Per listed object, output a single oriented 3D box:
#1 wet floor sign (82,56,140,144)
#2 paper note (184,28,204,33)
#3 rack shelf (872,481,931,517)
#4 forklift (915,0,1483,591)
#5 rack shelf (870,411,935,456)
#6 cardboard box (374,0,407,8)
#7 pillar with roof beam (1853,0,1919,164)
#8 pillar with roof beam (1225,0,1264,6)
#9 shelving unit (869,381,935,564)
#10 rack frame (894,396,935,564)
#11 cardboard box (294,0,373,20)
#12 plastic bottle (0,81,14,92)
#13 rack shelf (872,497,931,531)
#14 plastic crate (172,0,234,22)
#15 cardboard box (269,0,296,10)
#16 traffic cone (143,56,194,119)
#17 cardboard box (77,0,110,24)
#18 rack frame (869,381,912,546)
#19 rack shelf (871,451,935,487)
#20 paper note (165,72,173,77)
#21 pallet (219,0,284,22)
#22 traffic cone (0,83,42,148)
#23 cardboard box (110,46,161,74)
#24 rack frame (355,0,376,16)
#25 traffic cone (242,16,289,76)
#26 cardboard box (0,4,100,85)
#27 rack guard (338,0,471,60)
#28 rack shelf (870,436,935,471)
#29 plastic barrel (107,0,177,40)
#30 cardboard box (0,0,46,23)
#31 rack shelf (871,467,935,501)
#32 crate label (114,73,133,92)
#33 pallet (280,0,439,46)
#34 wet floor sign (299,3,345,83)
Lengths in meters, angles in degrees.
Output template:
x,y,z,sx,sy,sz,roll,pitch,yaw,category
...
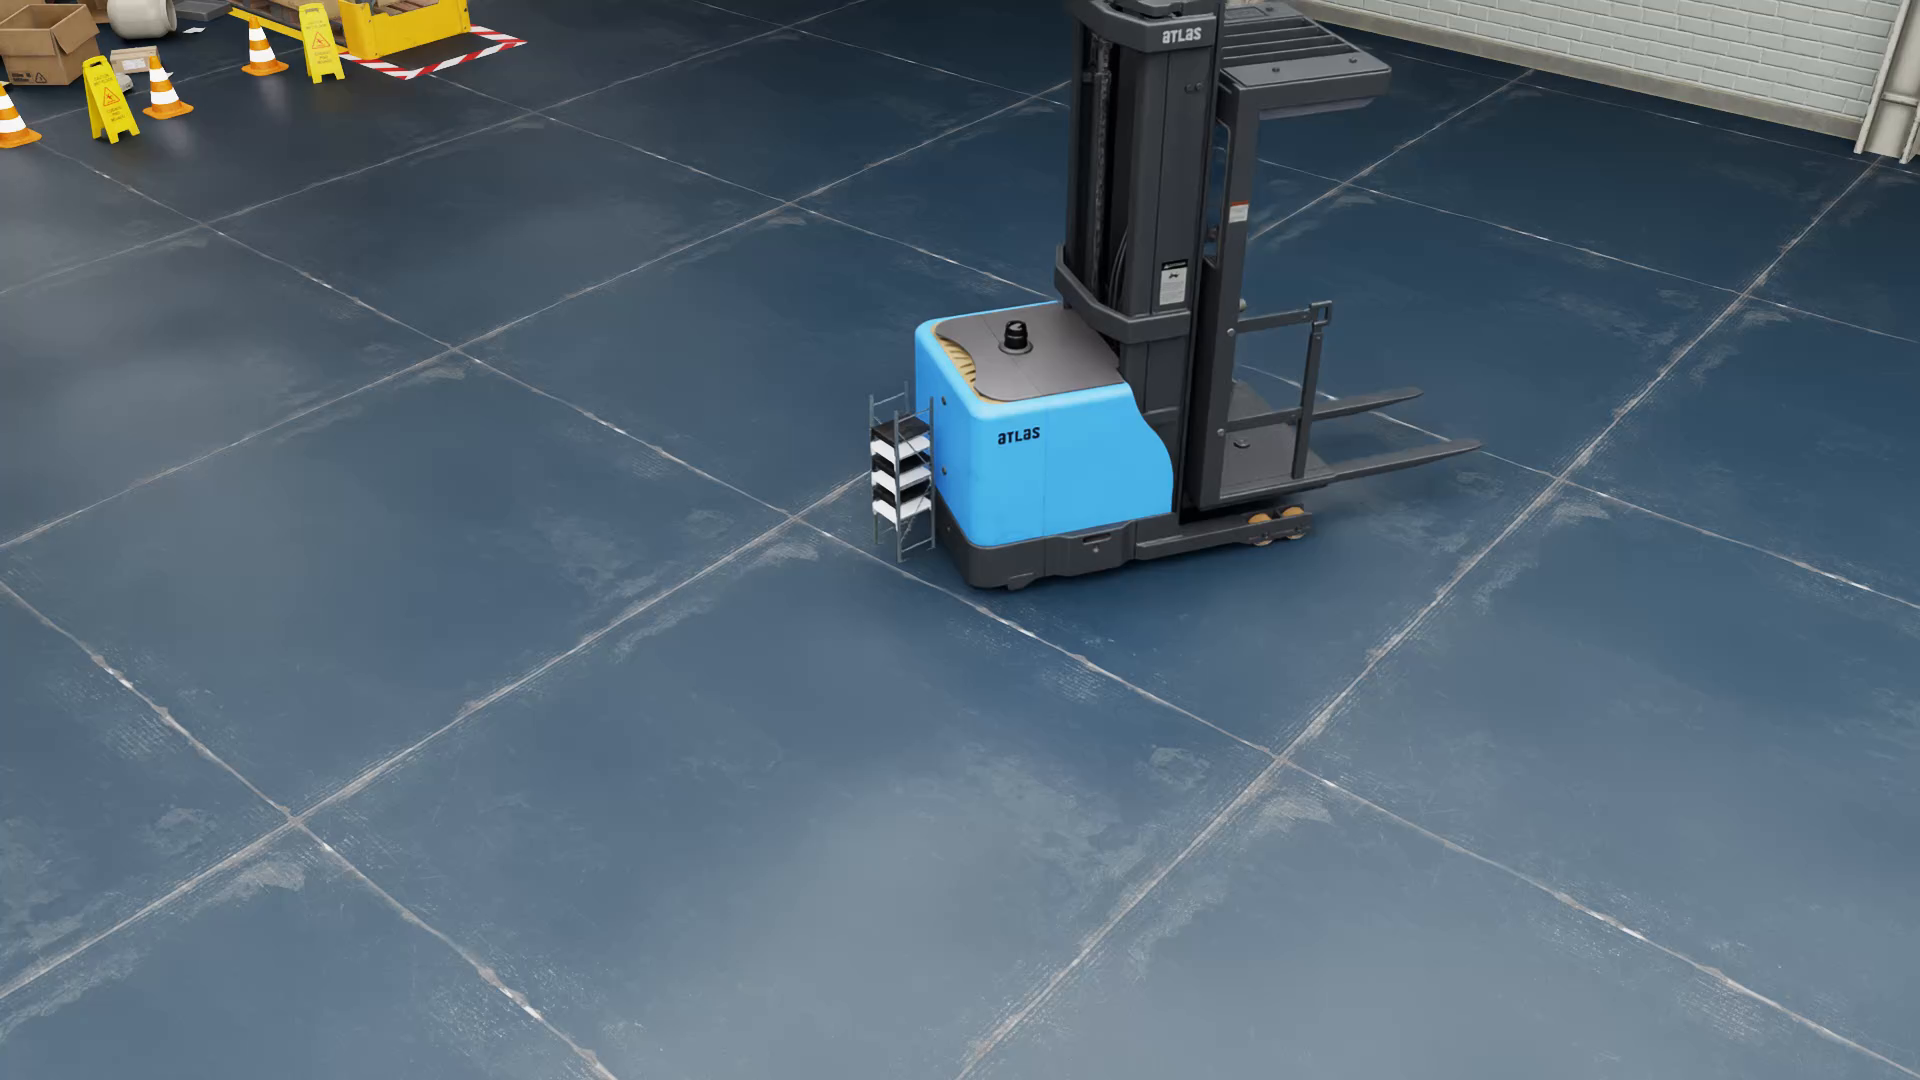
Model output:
x,y,z,sx,sy,sz,roll,pitch,yaw,category
-6.868,-3.556,13.358,0.232,0.644,0.267,18,38,24,wet floor sign
-7.262,-4.840,15.771,0.148,0.019,0.142,12,36,16,paper note
-0.289,-0.236,8.517,0.258,0.077,0.200,-25,41,-31,rack shelf
1.331,-1.450,8.272,3.031,2.935,1.130,-11,36,-15,forklift
-0.289,-0.533,8.313,0.258,0.077,0.200,-25,41,-31,rack shelf
-5.510,-5.318,15.902,0.500,0.250,0.500,25,42,31,cardboard box
4.615,-4.924,7.971,0.400,9.000,9.100,25,42,32,pillar with roof beam
0.004,-7.098,11.136,0.400,9.000,9.100,25,42,32,pillar with roof beam
-0.289,-0.338,8.447,0.258,0.900,0.210,-25,41,-31,shelving unit
-0.225,-0.293,8.382,0.240,0.900,0.006,-25,41,-31,rack frame
-5.879,-5.090,15.570,0.500,0.250,0.500,25,42,32,cardboard box
-8.375,-3.938,14.431,0.283,0.061,0.133,12,36,16,plastic bottle
-0.289,-0.162,8.568,0.258,0.077,0.200,-25,41,-31,rack shelf
-7.459,-5.186,16.230,0.583,0.080,0.402,12,36,16,plastic crate
-6.254,-5.272,15.835,0.500,0.250,0.500,25,42,32,cardboard box
-6.672,-3.808,13.887,0.334,0.463,0.336,25,42,32,traffic cone
-8.189,-5.305,16.031,0.500,0.500,0.500,-6,35,-8,cardboard box
-0.353,-0.383,8.513,0.240,0.900,0.006,-25,41,-31,rack frame
-0.289,-0.385,8.415,0.258,0.077,0.200,-25,41,-31,rack shelf
-7.067,-4.118,14.719,0.142,0.019,0.148,12,36,16,paper note
-6.661,-5.495,16.565,1.213,0.211,1.003,25,42,32,pallet
-7.656,-3.440,13.350,0.334,0.463,0.336,25,42,32,traffic cone
-7.367,-4.286,14.860,0.380,0.149,0.250,-12,36,-17,cardboard box
-5.067,-5.866,14.641,0.127,3.000,1.000,25,42,32,rack frame
-6.223,-4.414,14.769,0.334,0.463,0.336,25,42,32,traffic cone
-8.037,-4.371,14.671,0.637,0.503,0.797,0,34,0,cardboard box
-5.126,-4.863,15.389,0.348,0.500,1.175,25,42,32,rack guard
-0.289,-0.459,8.364,0.258,0.077,0.200,-25,41,-31,rack shelf
-7.623,-4.893,15.501,0.512,0.421,0.421,-6,35,-8,plastic barrel
-8.761,-4.762,15.120,0.503,0.637,0.797,25,42,32,cardboard box
-0.289,-0.311,8.466,0.258,0.077,0.200,-25,41,-31,rack shelf
-7.316,-3.932,14.354,0.298,0.136,0.250,6,35,8,crate label
-5.727,-5.053,15.922,1.213,0.211,1.003,25,42,32,pallet
-5.606,-4.361,14.530,0.267,0.644,0.232,-18,38,-25,wet floor sign
